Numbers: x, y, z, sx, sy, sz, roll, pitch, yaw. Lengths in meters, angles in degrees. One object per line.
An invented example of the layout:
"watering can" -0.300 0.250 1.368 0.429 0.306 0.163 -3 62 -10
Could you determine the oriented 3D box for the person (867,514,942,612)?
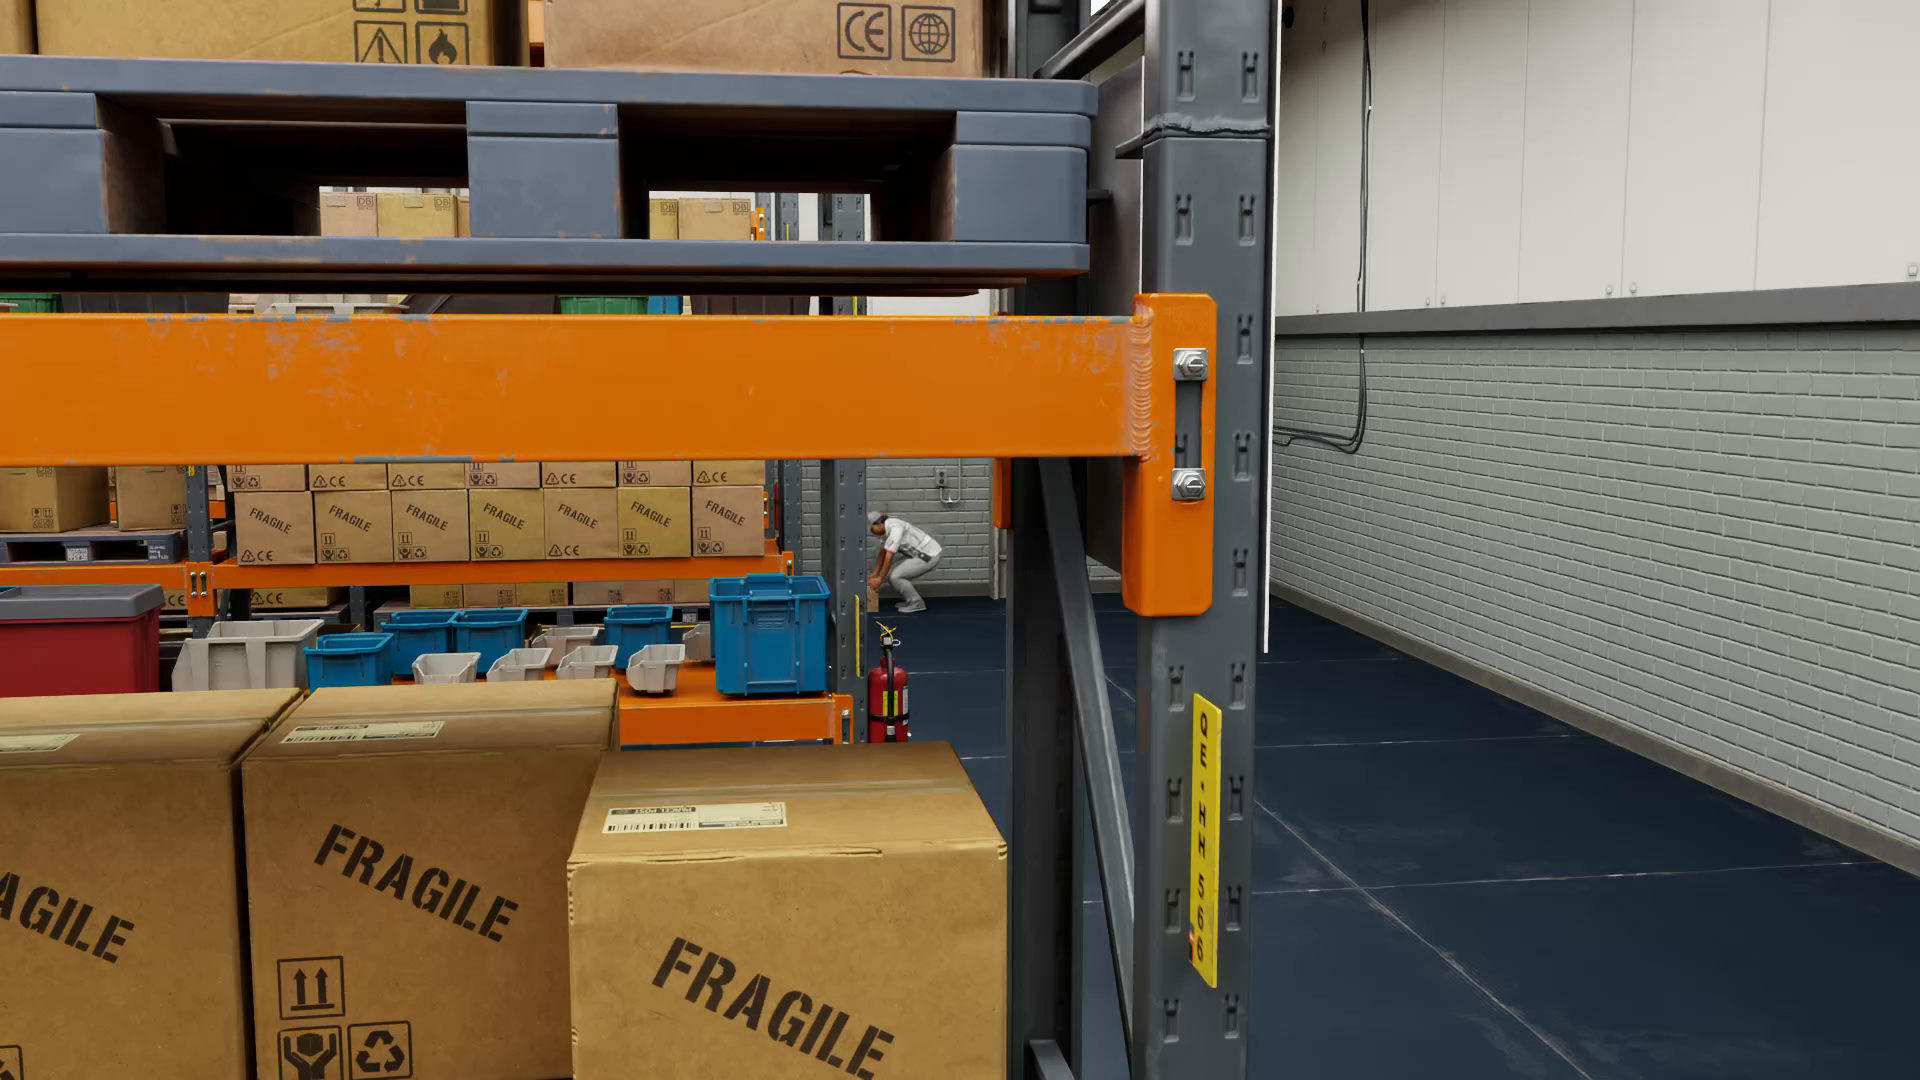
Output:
"person" -0.613 0.233 17.567 0.842 1.040 0.530 -1 7 -9
